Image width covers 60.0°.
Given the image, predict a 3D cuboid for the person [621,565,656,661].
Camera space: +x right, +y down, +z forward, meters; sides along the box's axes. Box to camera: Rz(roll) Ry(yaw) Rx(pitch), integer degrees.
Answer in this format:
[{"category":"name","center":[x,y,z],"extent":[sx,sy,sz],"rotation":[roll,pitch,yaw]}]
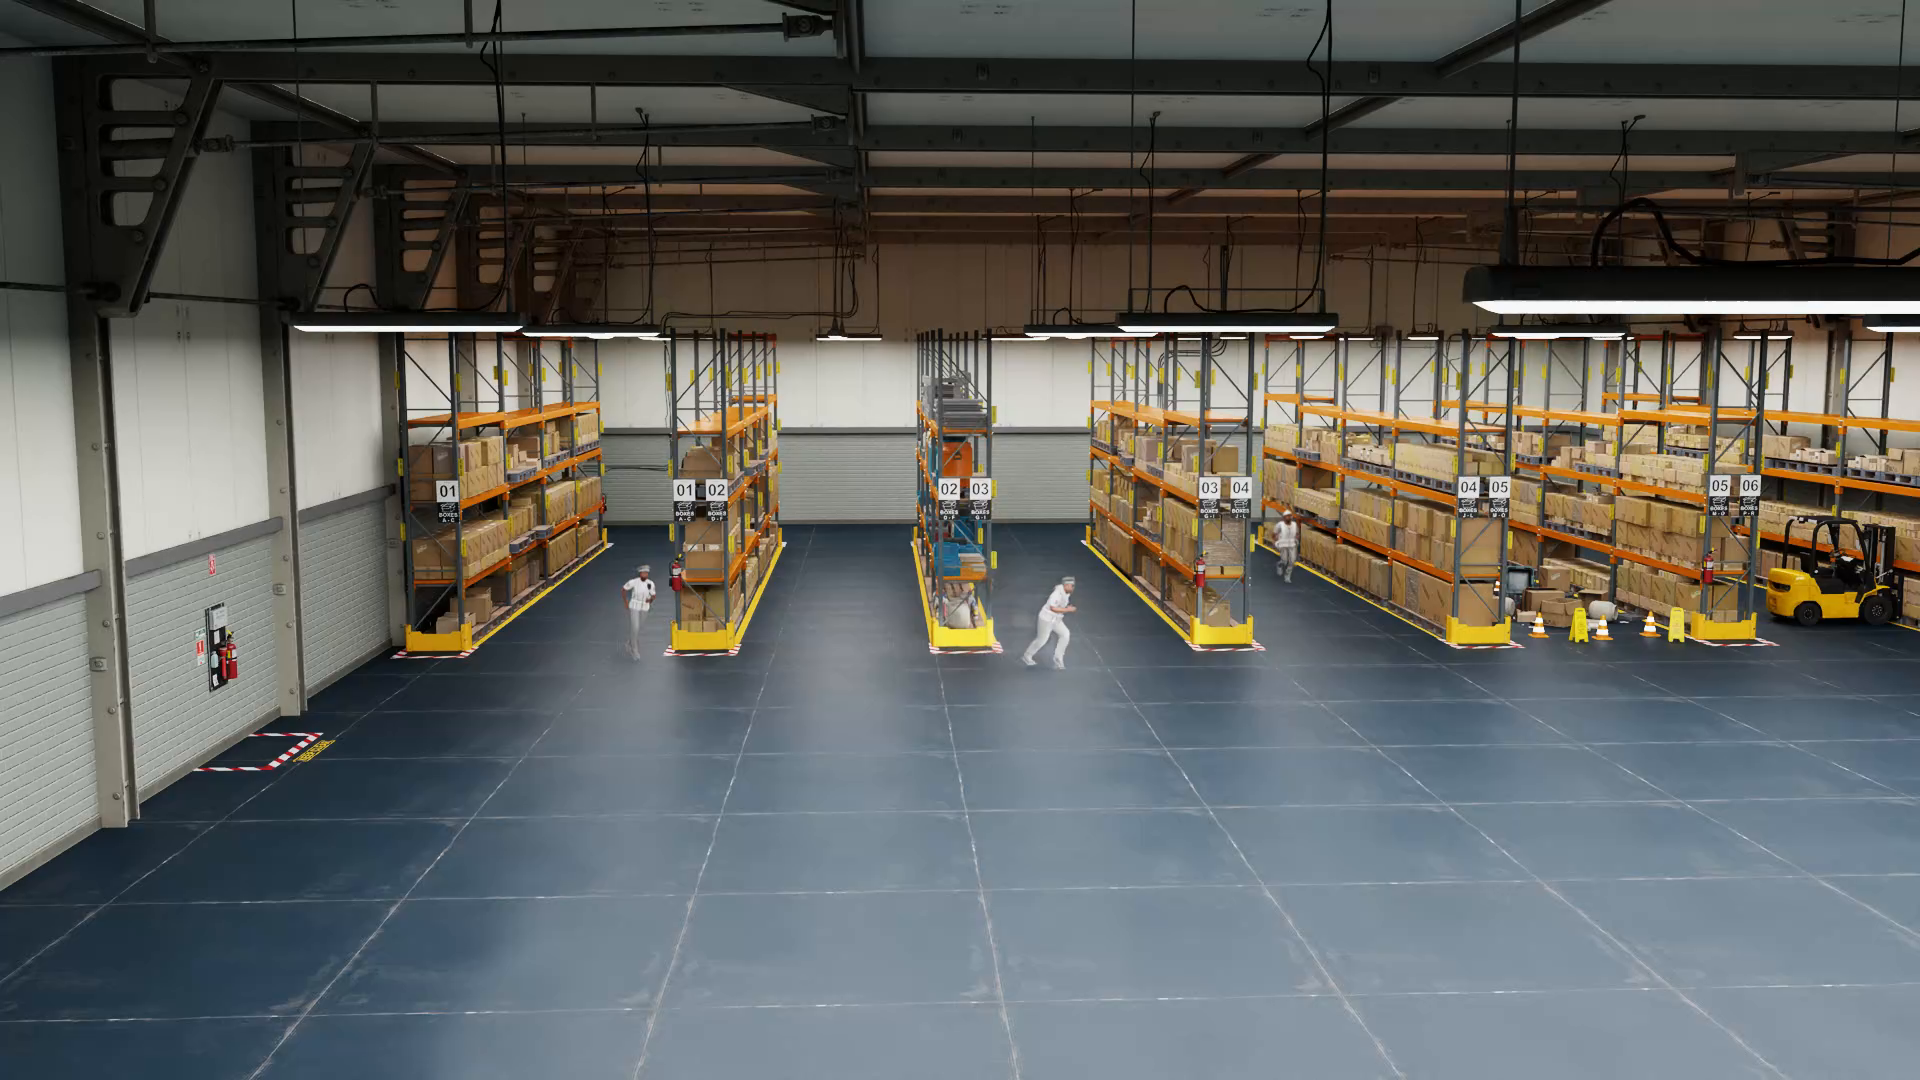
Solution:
[{"category":"person","center":[-5.868,1.295,30.562],"extent":[0.591,1.681,0.882],"rotation":[-4,8,-33]}]

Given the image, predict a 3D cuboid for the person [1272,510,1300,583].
[{"category":"person","center":[7.869,0.150,40.045],"extent":[0.686,1.735,0.605],"rotation":[-1,7,-9]}]

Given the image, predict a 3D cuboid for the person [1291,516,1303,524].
[{"category":"person","center":[10.067,-0.842,49.140],"extent":[0.556,1.614,0.585],"rotation":[-1,7,-5]}]

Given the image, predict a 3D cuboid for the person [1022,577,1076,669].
[{"category":"person","center":[1.594,1.478,29.431],"extent":[1.027,1.706,0.703],"rotation":[3,7,24]}]

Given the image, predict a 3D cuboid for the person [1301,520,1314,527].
[{"category":"person","center":[10.089,-0.859,48.981],"extent":[0.682,1.608,0.675],"rotation":[-5,8,-36]}]
